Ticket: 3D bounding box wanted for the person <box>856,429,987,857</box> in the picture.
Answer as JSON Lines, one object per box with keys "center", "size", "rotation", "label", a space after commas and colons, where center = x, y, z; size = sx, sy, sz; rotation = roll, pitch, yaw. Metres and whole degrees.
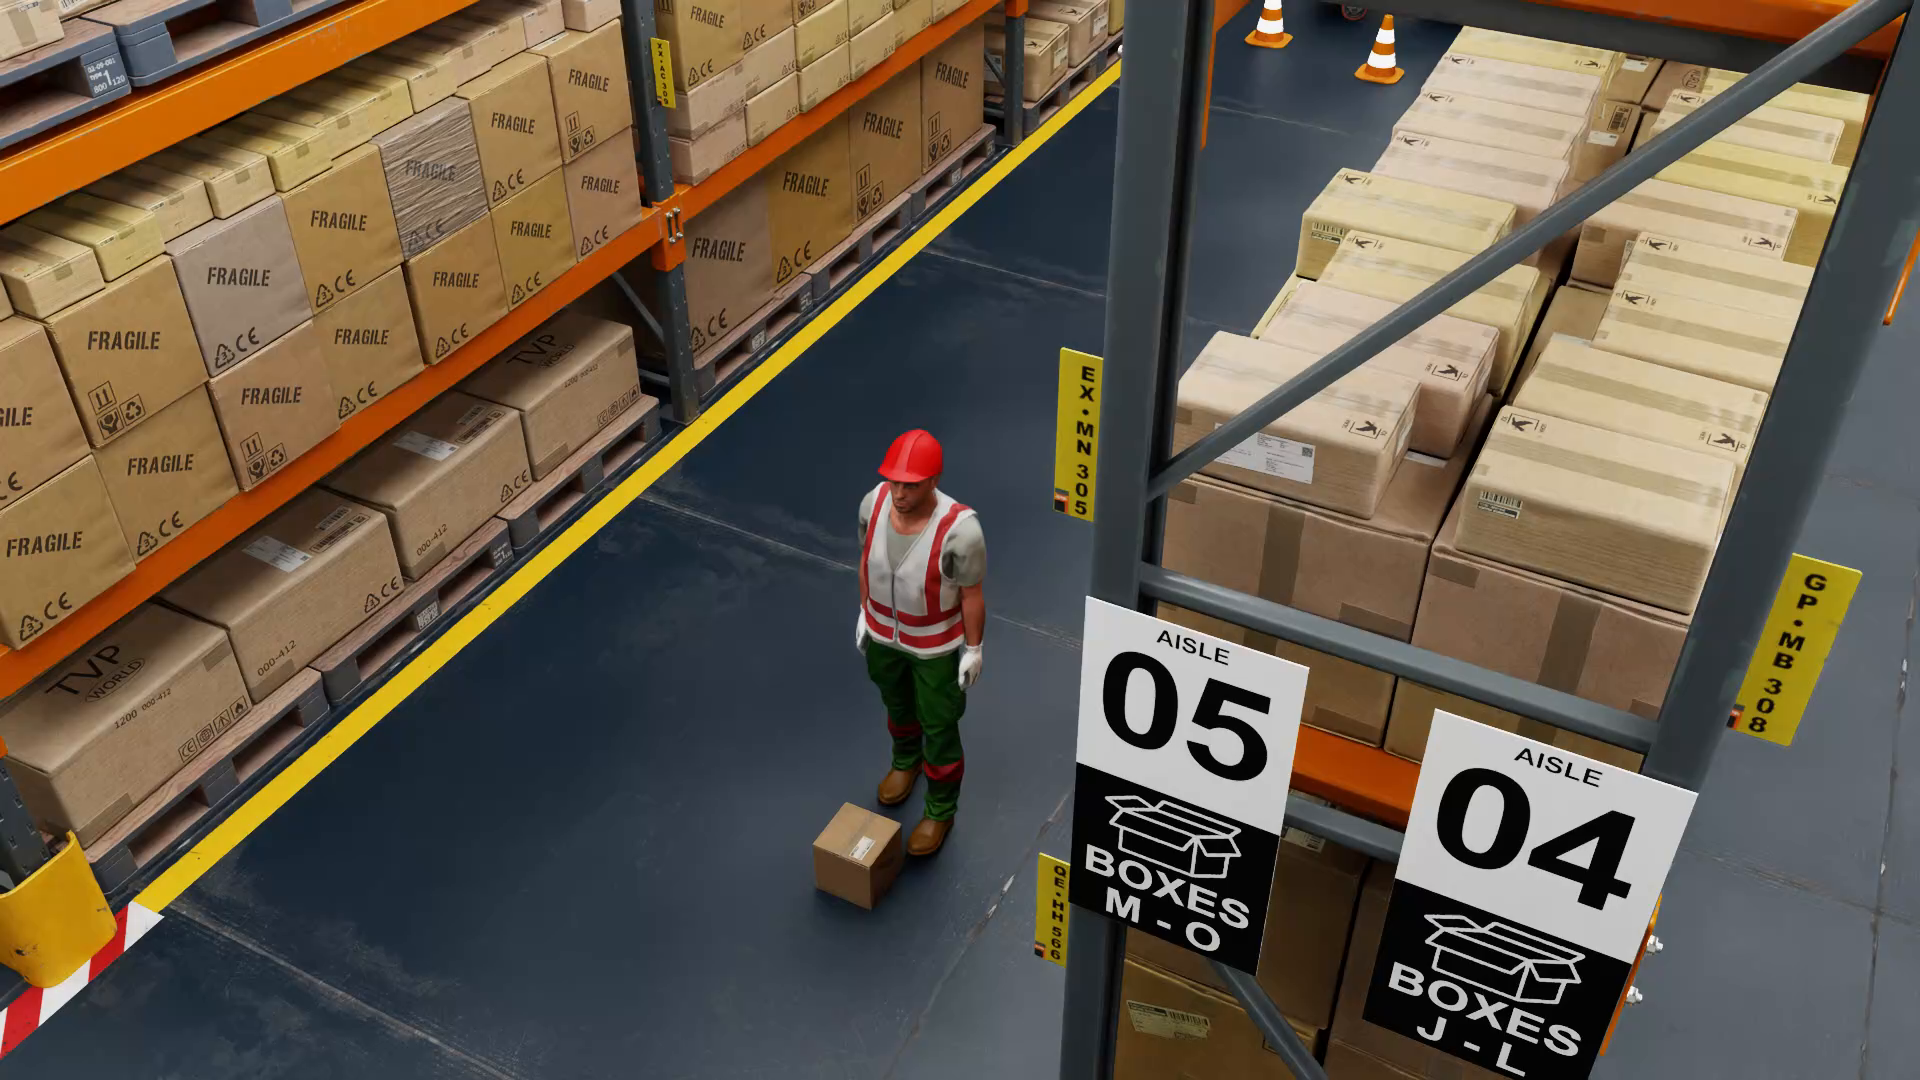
{"center": [-0.186, 0.389, 6.222], "size": [0.537, 1.796, 0.509], "rotation": [18, 41, 22], "label": "person"}
